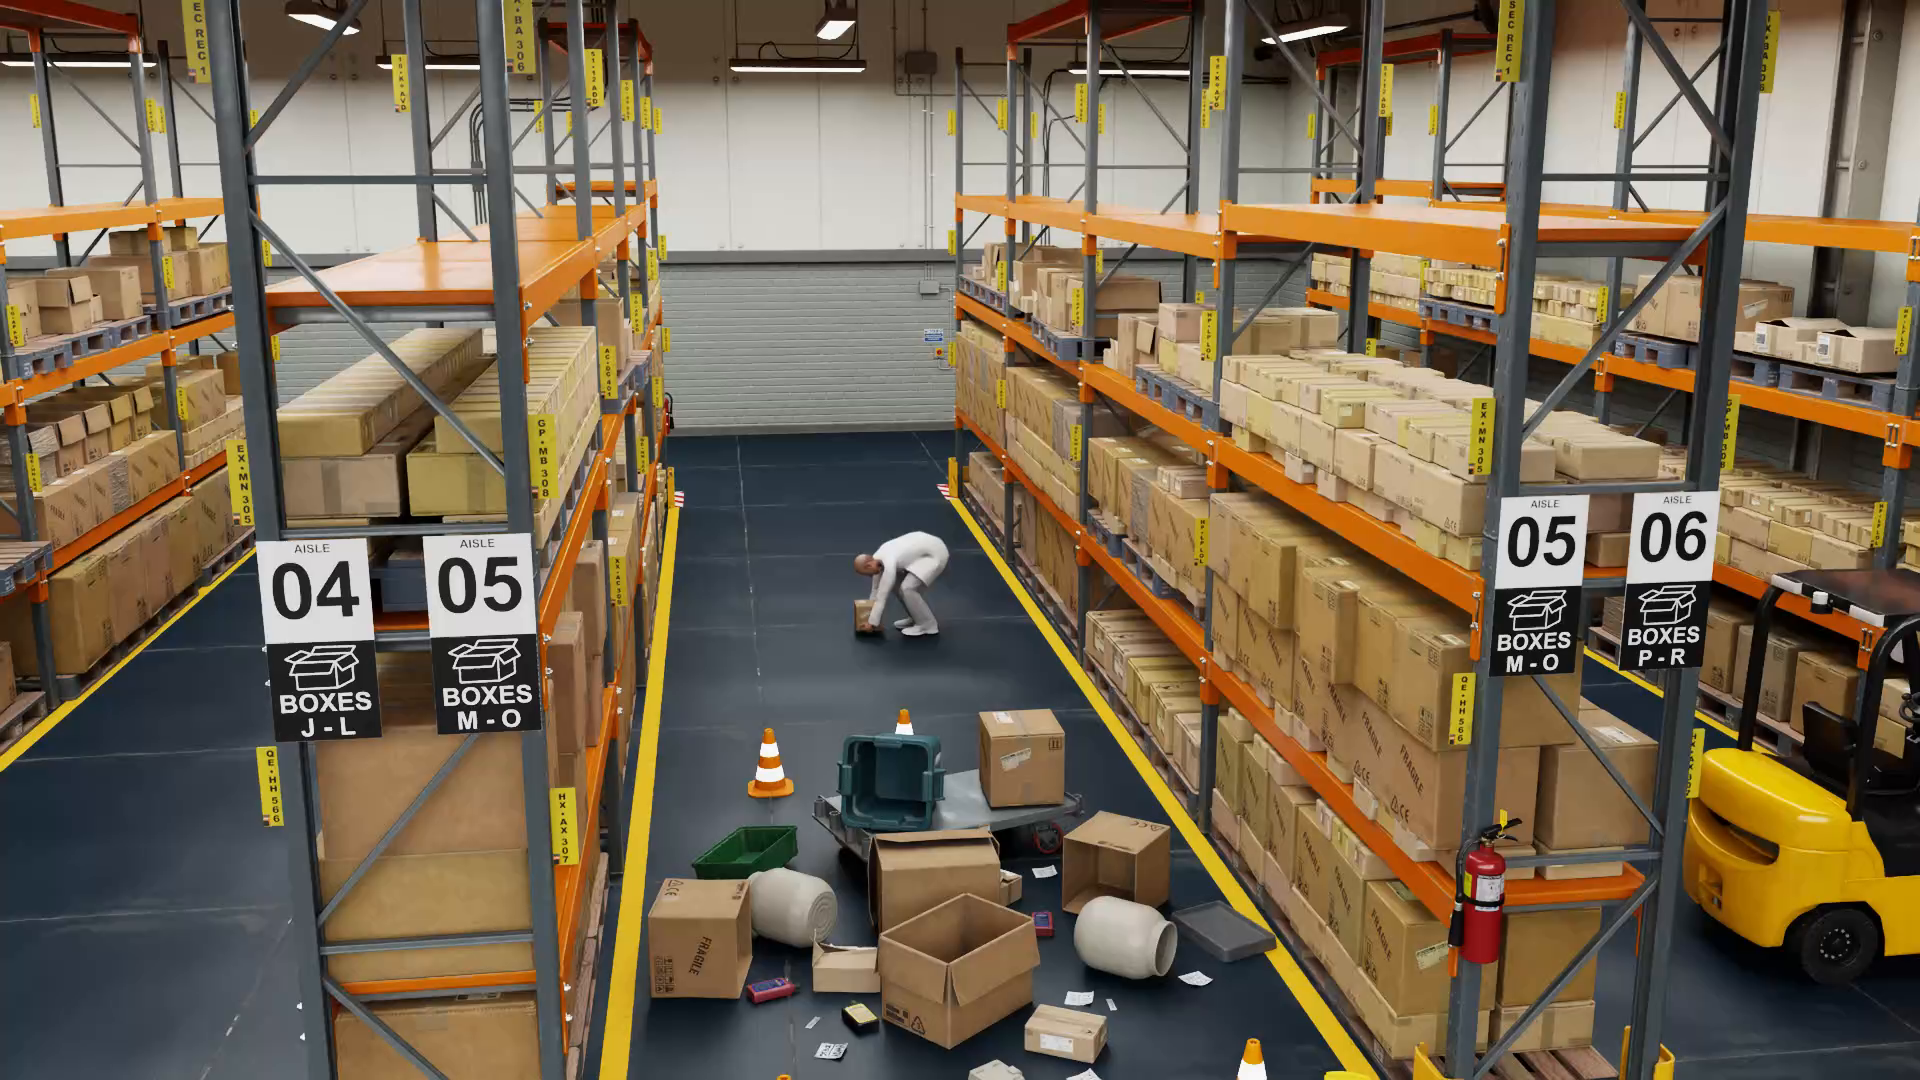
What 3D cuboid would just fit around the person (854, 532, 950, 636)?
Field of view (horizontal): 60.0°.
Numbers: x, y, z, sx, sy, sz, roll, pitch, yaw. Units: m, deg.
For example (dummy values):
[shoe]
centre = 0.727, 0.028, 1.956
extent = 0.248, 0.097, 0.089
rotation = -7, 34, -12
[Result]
[person]
centre = -0.574, 0.425, 16.404
extent = 0.943, 0.995, 0.588
rotation = -3, 13, -11
